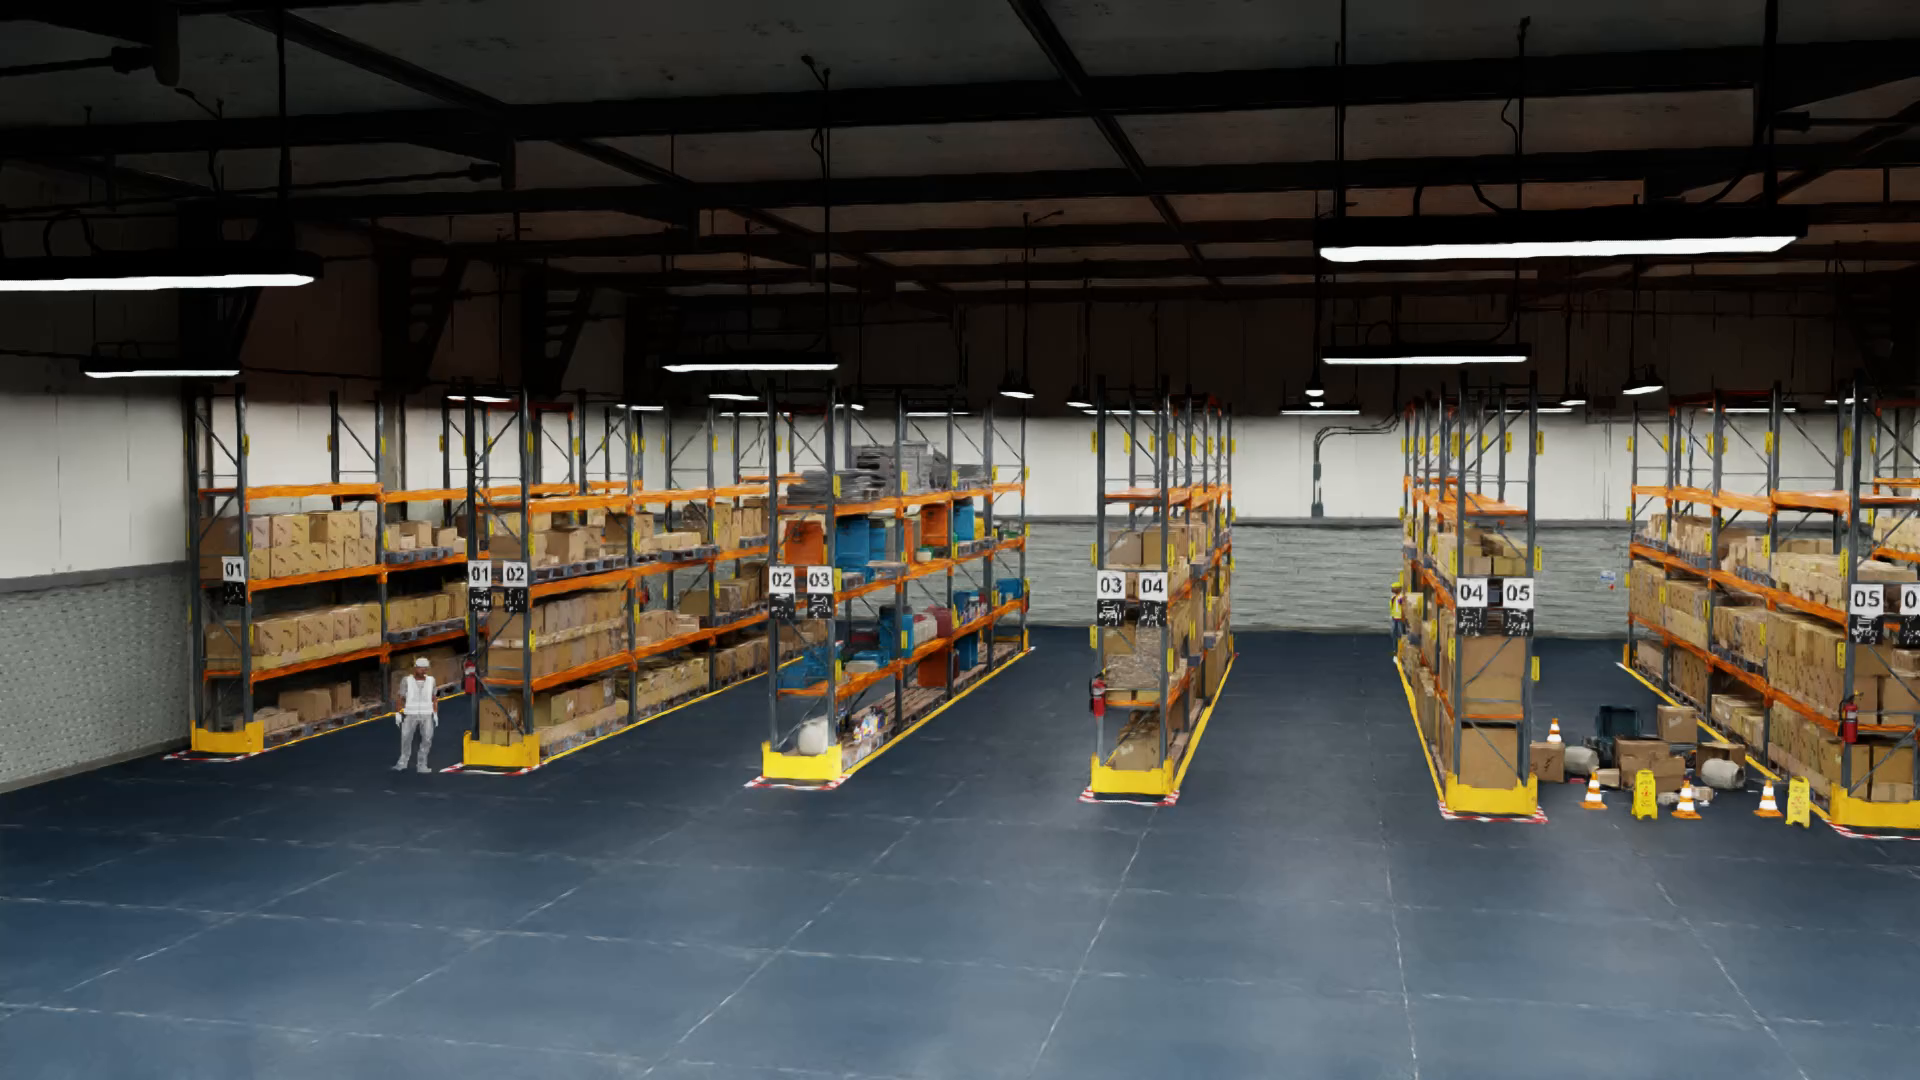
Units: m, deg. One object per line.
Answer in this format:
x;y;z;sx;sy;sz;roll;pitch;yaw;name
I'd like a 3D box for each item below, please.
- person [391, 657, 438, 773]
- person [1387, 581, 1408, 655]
-8.366;2.672;25.481;0.694;1.761;0.509;-1;4;-23;person
10.516;1.866;39.663;0.550;1.758;0.661;-1;3;-17;person
